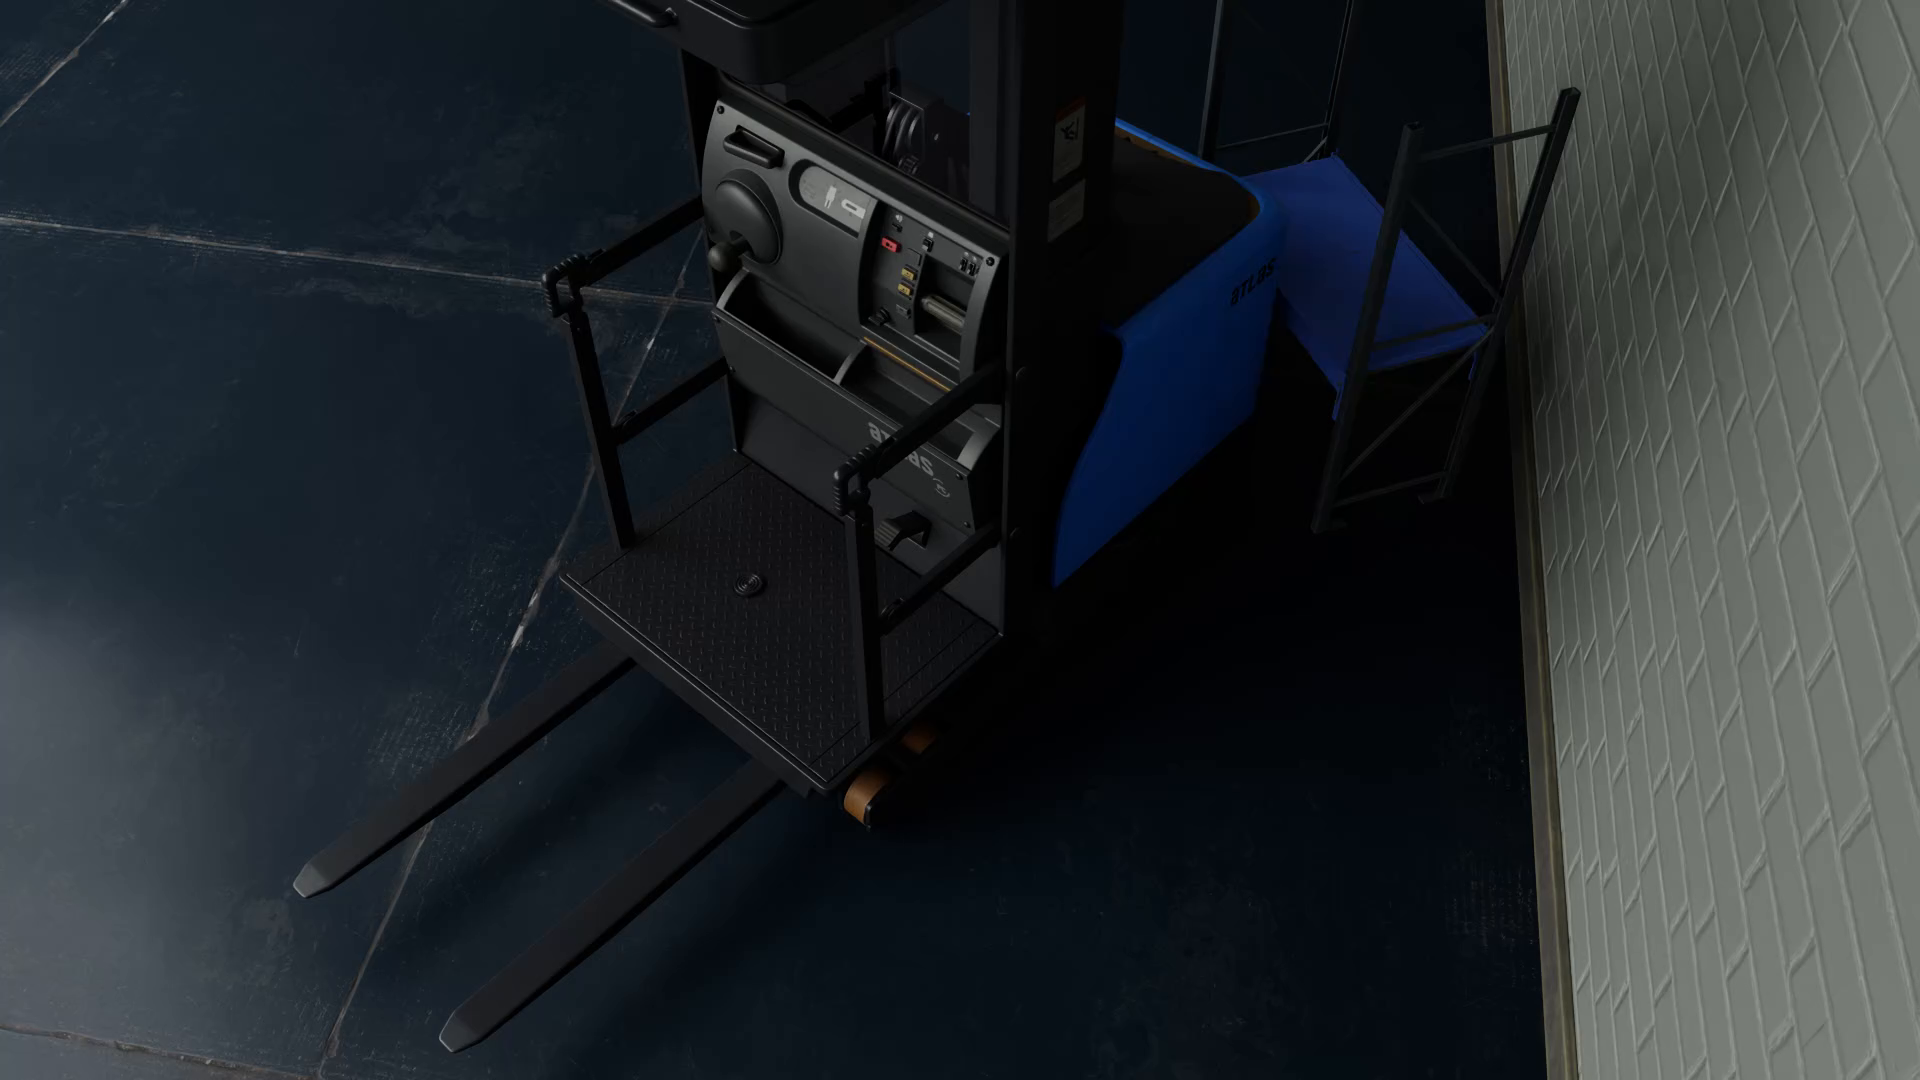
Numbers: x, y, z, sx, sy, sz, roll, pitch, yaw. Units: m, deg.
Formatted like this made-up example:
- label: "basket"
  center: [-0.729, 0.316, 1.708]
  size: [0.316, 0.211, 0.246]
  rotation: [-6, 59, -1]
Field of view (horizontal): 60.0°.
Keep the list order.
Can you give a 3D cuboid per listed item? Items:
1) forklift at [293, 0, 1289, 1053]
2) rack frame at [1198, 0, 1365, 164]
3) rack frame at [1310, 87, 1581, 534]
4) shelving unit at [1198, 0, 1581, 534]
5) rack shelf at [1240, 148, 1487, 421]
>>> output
- label: "forklift"
  center: [-0.417, -0.636, 3.851]
  size: [1.130, 2.935, 3.031]
  rotation: [34, 56, 27]
- label: "rack frame"
  center: [1.008, -1.304, 5.413]
  size: [0.500, 1.500, 0.032]
  rotation: [-15, 50, -13]
- label: "rack frame"
  center: [1.354, -0.593, 4.774]
  size: [0.500, 1.500, 0.032]
  rotation: [-15, 50, -13]
- label: "shelving unit"
  center: [1.181, -0.948, 5.094]
  size: [0.538, 1.500, 1.048]
  rotation: [-15, 50, -13]
- label: "rack shelf"
  center: [1.181, -0.828, 5.228]
  size: [0.538, 0.185, 1.000]
  rotation: [-15, 50, -13]
